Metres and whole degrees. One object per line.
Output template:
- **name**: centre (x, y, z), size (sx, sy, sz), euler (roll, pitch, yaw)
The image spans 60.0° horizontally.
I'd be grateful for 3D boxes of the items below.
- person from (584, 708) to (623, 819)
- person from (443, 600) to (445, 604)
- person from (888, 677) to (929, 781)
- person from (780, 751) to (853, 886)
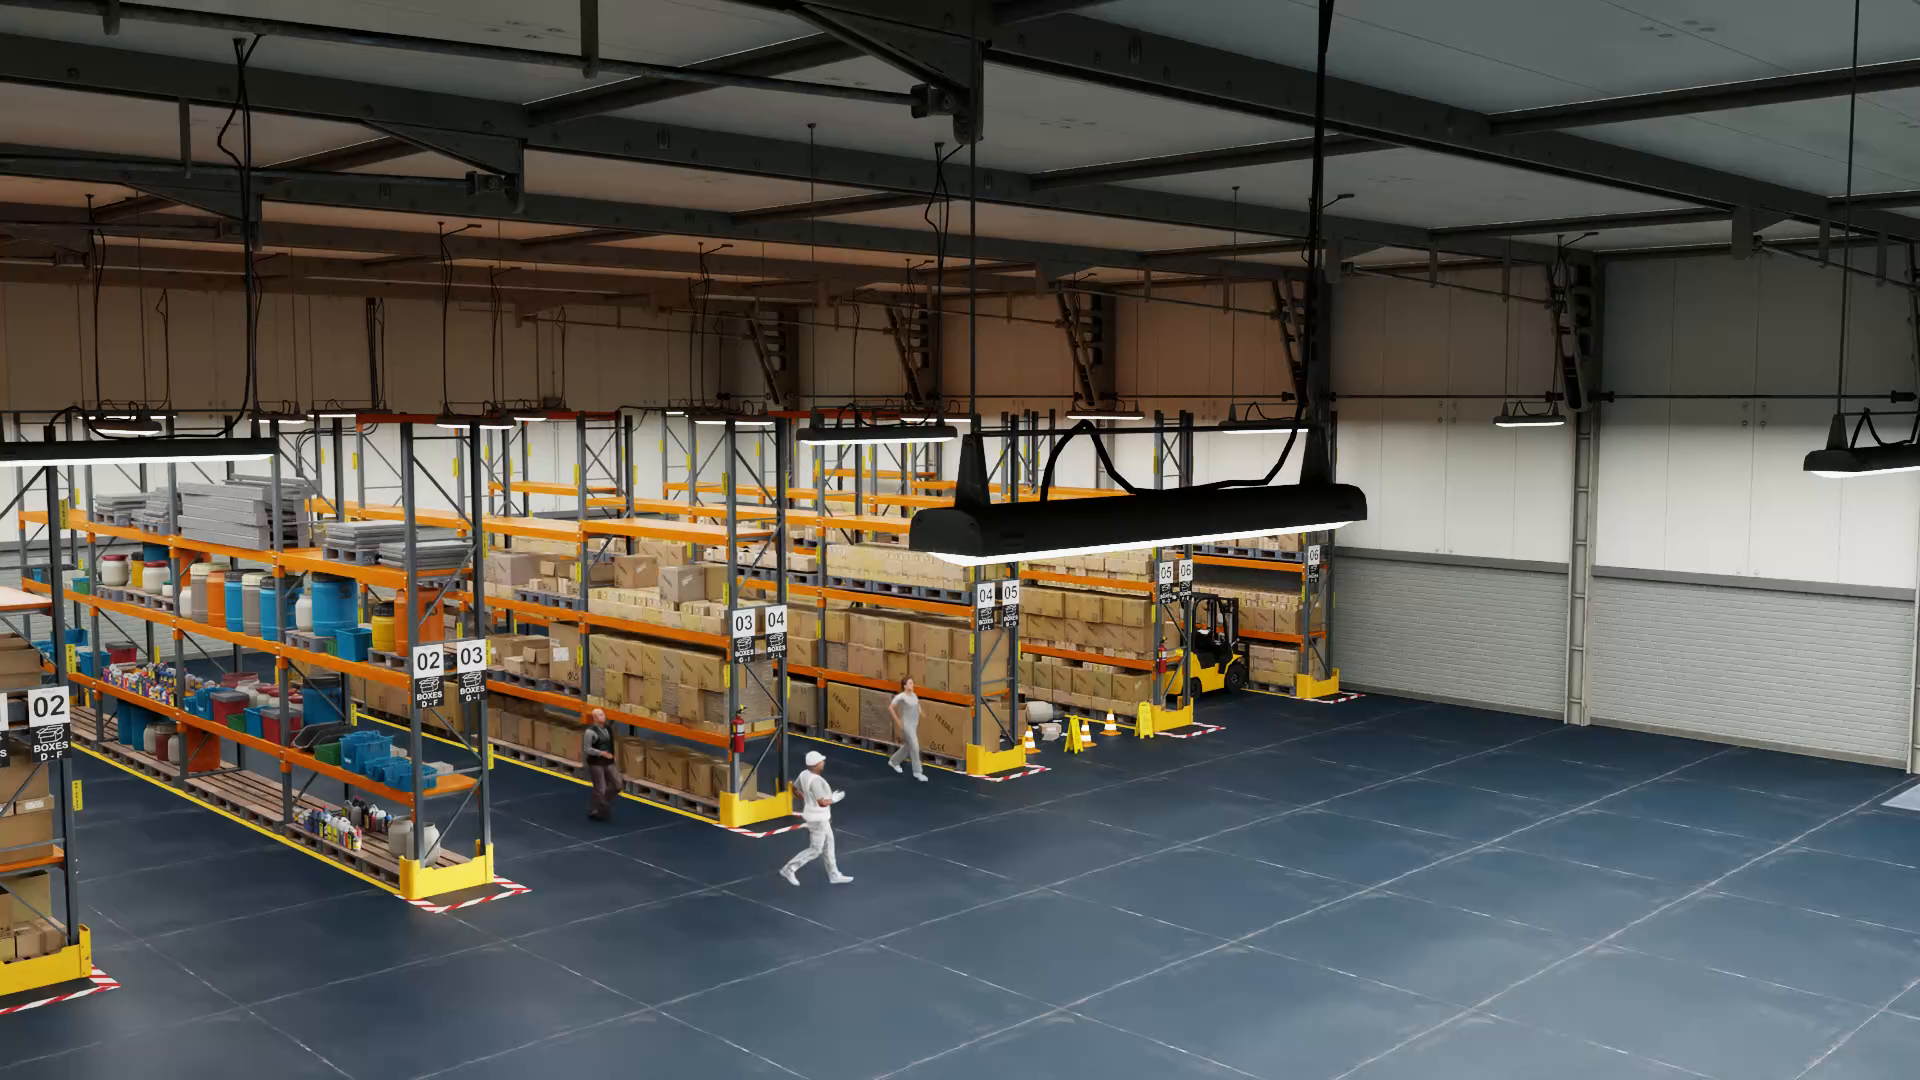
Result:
- **person**: centre (-5.293, 3.334, 24.704), size (0.642, 1.685, 0.633), euler (3, 6, 32)
- **person**: centre (-12.025, 2.179, 38.263), size (0.620, 1.611, 0.900), euler (1, 5, 7)
- **person**: centre (-0.852, 3.099, 27.545), size (0.861, 1.686, 0.565), euler (3, 6, 34)
- **person**: centre (-1.843, 3.574, 21.309), size (0.988, 1.762, 0.691), euler (-1, 5, -17)
